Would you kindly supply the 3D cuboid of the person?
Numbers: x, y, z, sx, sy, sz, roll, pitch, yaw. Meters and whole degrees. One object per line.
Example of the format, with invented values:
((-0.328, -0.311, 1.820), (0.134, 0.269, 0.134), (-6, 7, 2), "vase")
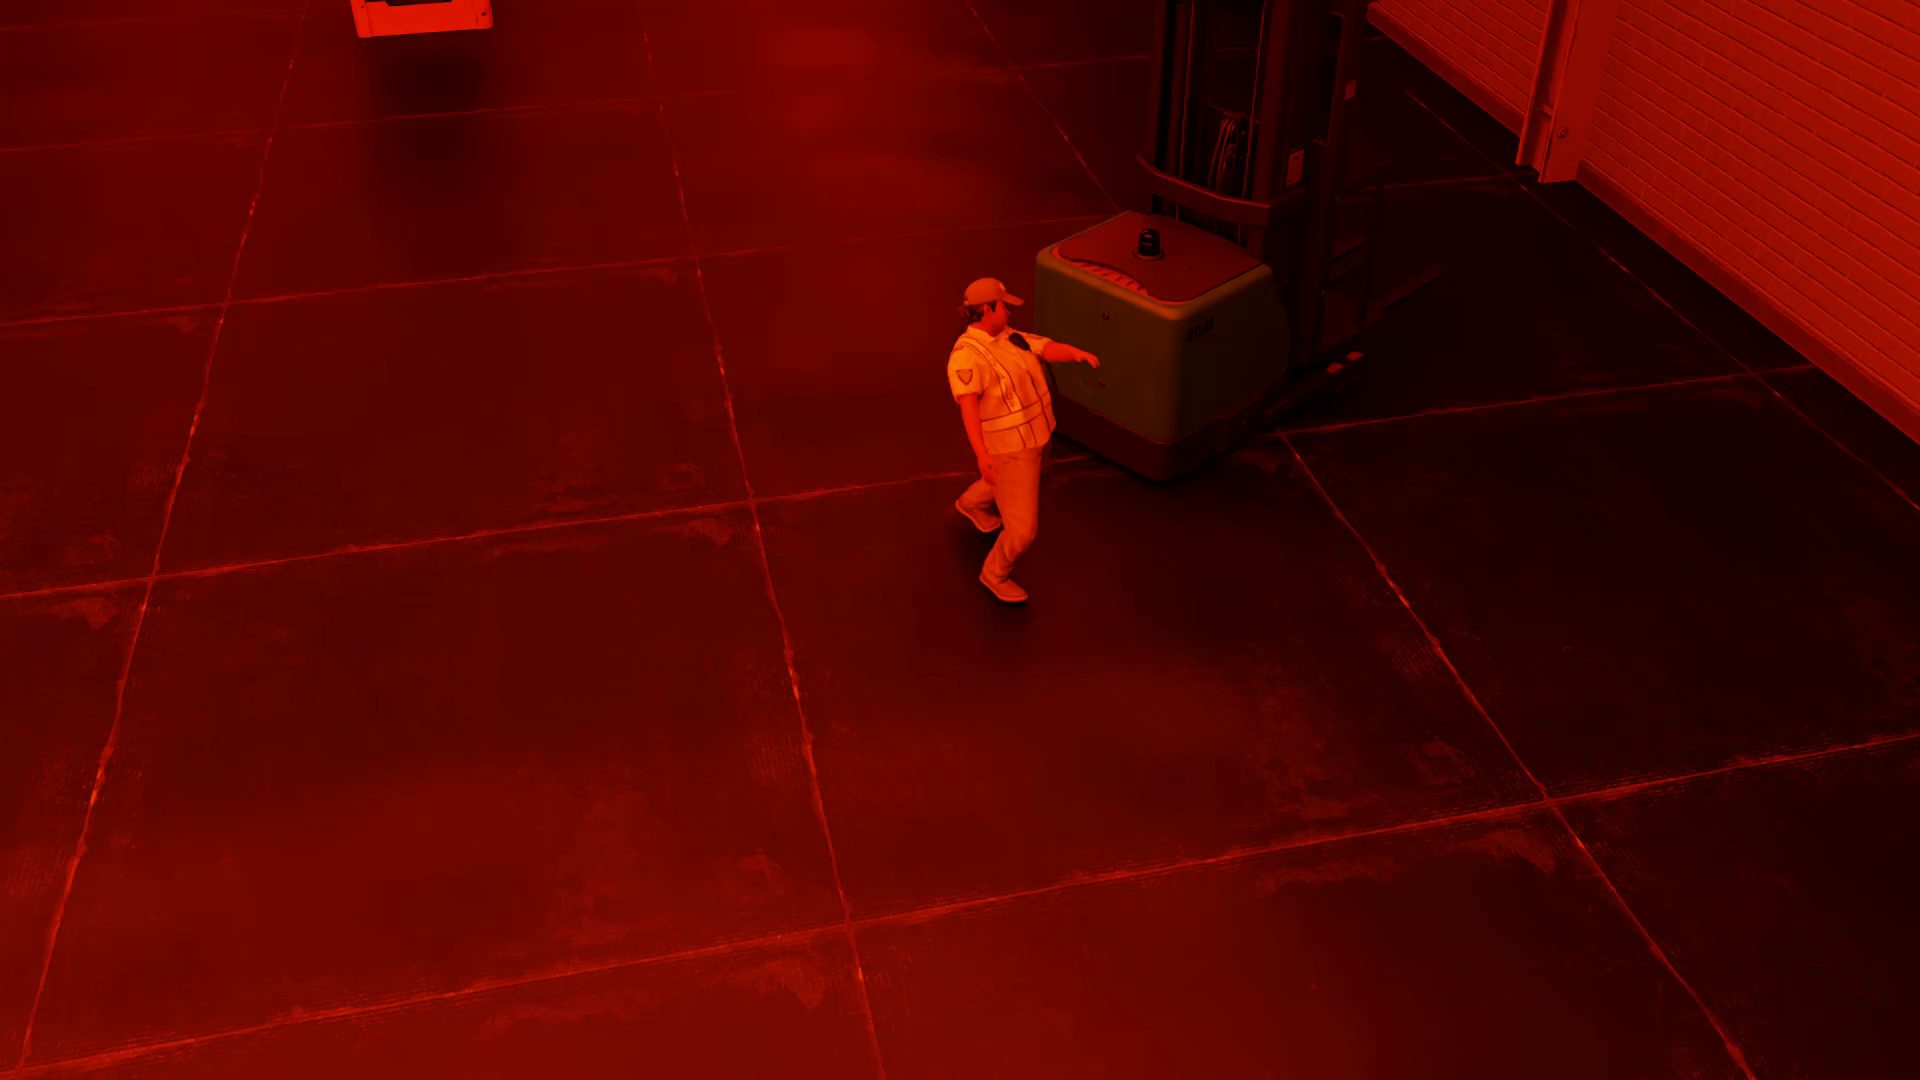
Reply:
((0.244, -0.424, 7.869), (0.782, 1.473, 0.888), (11, 37, 15), "person")

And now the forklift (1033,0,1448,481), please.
((1.791, -2.256, 9.185), (3.031, 2.935, 1.130), (-30, 45, -35), "forklift")
